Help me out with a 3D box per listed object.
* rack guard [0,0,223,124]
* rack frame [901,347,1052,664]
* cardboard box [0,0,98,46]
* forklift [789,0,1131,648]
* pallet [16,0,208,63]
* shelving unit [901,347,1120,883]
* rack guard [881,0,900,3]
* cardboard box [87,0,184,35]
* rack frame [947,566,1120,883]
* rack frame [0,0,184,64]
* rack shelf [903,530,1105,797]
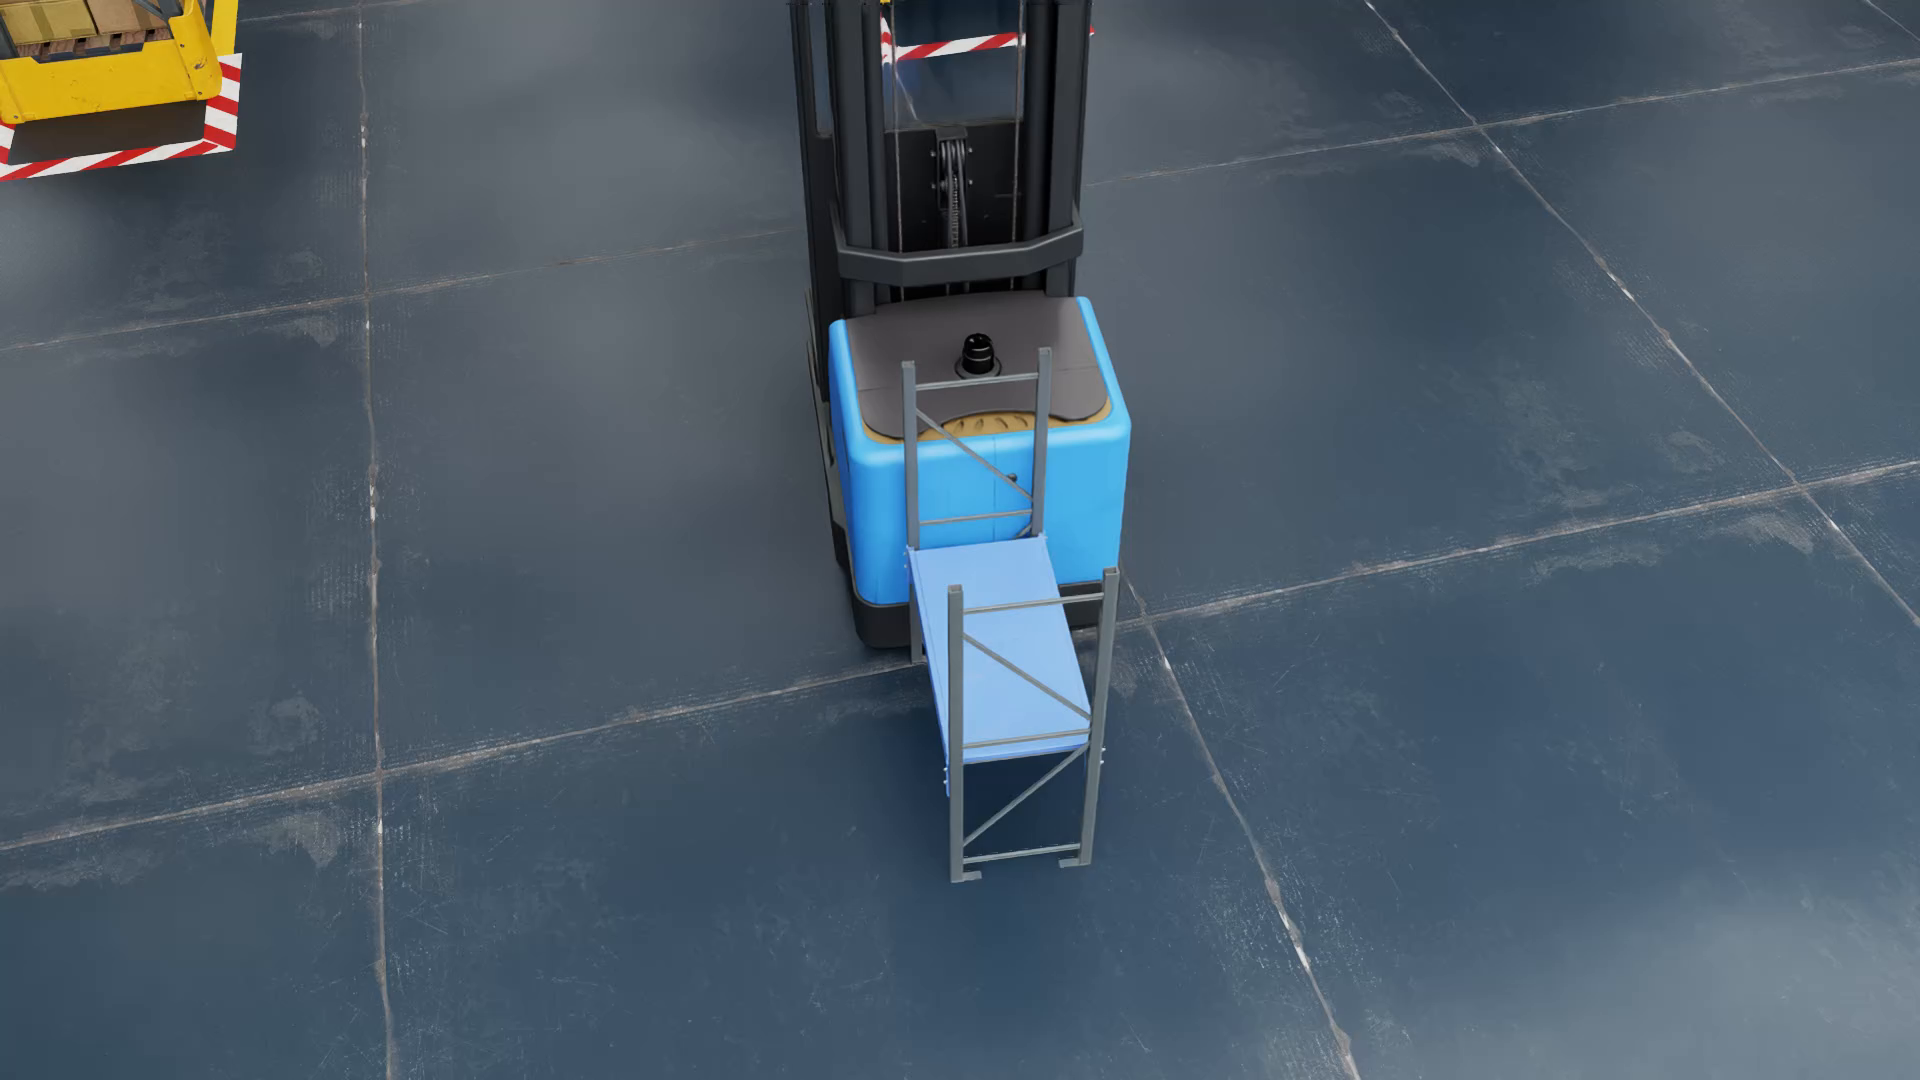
[{"bbox_3d":[-4.824,-2.709,9.305,1.175,0.500,0.348,-11,47,-10],"label":"rack guard"},{"bbox_3d":[0.056,-0.079,6.028,0.500,1.500,0.032,-6,46,-6],"label":"rack frame"},{"bbox_3d":[-5.253,-3.101,9.571,0.500,0.250,0.500,-11,47,-10],"label":"cardboard box"},{"bbox_3d":[-0.106,-1.668,6.584,1.130,2.935,3.031,-6,46,-6],"label":"forklift"},{"bbox_3d":[-5.066,-3.145,9.935,1.003,0.211,1.213,-11,47,-10],"label":"pallet"},{"bbox_3d":[0.134,0.280,5.676,0.538,1.500,1.048,-6,46,-6],"label":"shelving unit"},{"bbox_3d":[-0.106,-3.672,10.250,1.175,0.500,0.348,-11,47,-10],"label":"rack guard"},{"bbox_3d":[-4.752,-3.196,9.664,0.500,0.250,0.500,-11,47,-10],"label":"cardboard box"},{"bbox_3d":[0.213,0.639,5.325,0.500,1.500,0.032,-6,46,-6],"label":"rack frame"},{"bbox_3d":[-4.830,-3.600,8.429,1.000,3.000,0.127,-11,47,-10],"label":"rack frame"},{"bbox_3d":[0.134,0.406,5.805,0.538,0.185,1.000,-6,46,-6],"label":"rack shelf"}]
